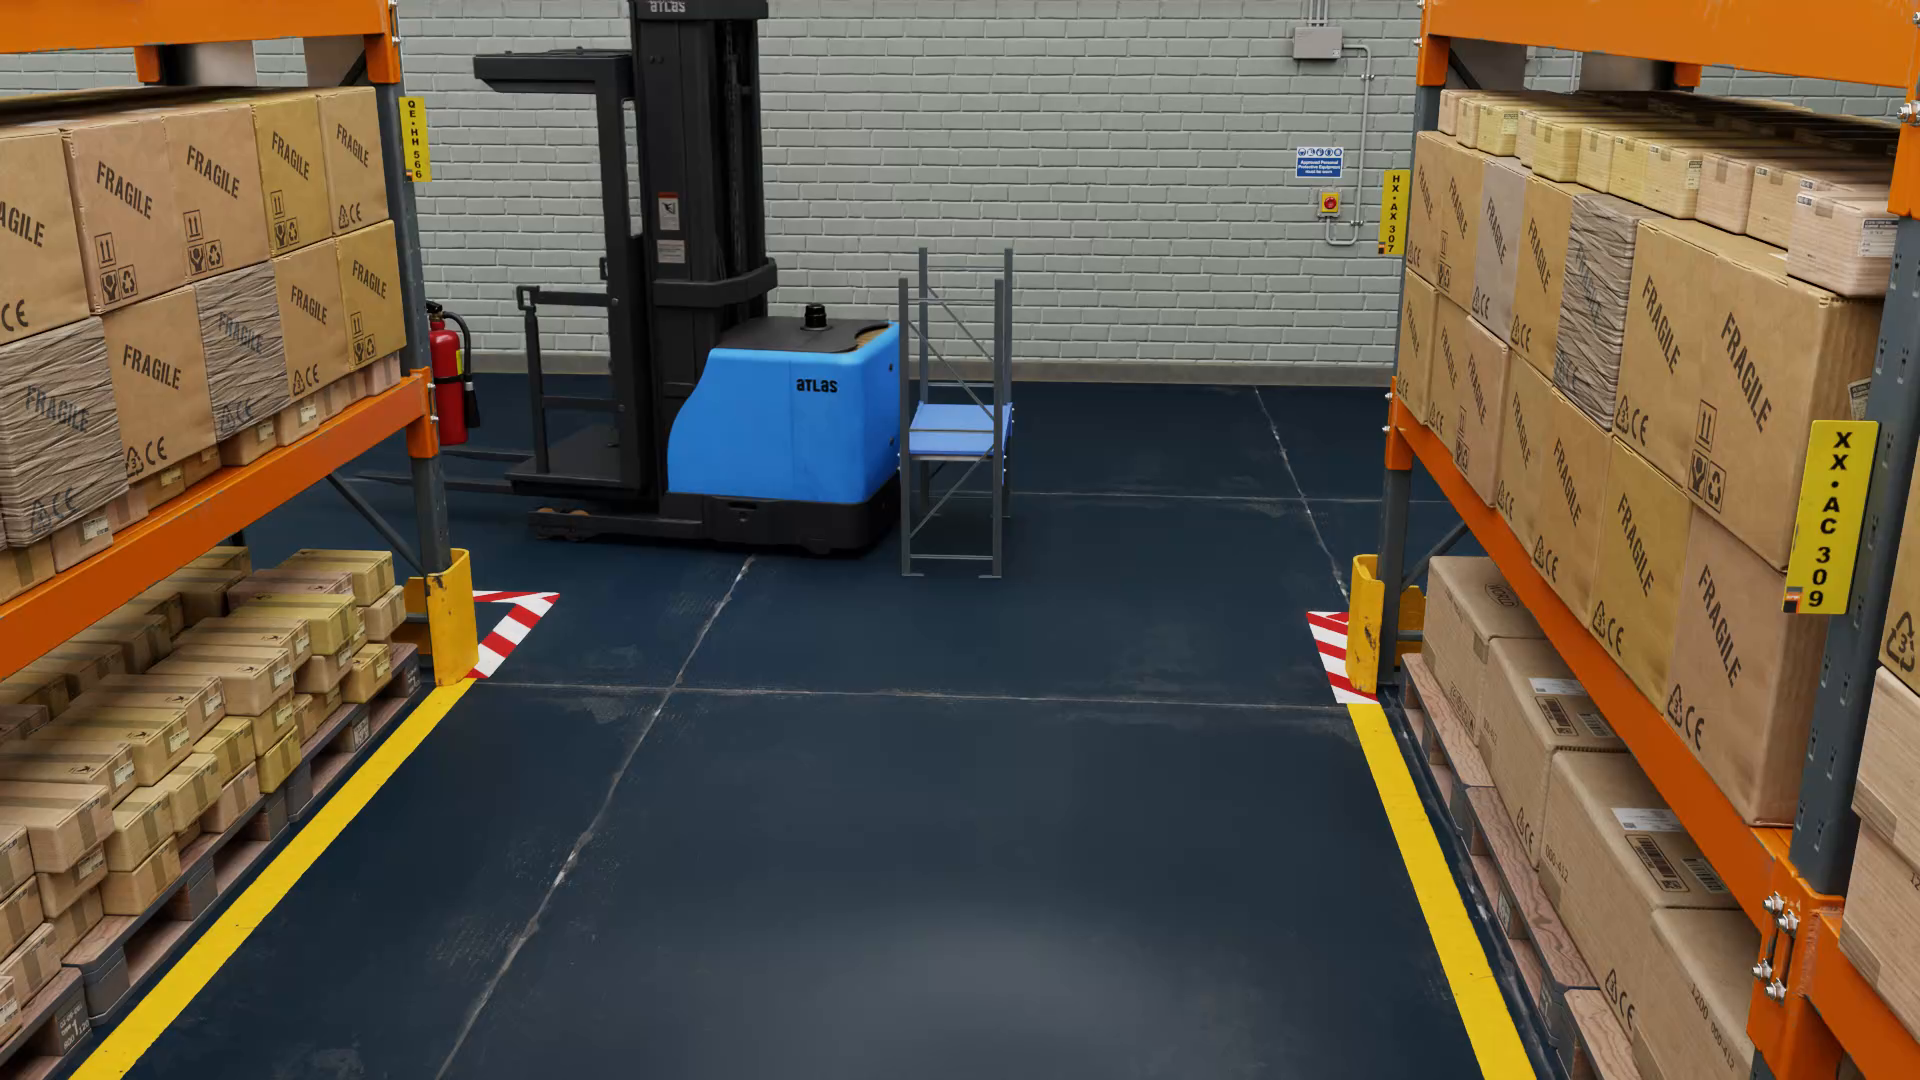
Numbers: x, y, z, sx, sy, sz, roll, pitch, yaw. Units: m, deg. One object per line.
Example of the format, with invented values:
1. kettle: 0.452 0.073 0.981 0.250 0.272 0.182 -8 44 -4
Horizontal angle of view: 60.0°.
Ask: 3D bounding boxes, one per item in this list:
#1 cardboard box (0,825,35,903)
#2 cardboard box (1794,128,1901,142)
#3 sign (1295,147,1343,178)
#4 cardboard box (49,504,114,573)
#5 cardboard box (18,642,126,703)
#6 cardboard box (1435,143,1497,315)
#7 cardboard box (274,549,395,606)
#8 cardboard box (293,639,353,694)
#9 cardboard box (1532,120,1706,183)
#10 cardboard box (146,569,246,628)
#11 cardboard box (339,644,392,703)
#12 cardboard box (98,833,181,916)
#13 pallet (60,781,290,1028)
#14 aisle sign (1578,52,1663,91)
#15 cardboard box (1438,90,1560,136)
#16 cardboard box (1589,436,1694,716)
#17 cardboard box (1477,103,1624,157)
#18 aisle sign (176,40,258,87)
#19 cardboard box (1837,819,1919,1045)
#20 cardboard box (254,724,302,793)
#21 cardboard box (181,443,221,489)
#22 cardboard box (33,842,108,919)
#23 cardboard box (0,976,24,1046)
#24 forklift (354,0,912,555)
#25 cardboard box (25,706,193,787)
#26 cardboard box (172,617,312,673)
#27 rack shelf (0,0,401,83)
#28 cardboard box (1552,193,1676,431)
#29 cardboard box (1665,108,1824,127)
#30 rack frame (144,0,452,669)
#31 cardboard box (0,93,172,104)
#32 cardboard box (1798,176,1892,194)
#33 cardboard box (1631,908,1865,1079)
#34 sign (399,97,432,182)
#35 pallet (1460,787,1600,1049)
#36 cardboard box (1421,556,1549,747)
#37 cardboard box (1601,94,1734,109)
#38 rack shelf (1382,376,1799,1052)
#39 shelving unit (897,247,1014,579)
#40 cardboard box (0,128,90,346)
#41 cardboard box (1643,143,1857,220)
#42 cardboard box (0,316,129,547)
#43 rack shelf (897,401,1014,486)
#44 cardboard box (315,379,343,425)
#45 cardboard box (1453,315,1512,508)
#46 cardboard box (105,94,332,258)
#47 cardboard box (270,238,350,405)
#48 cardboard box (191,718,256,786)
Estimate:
1. cardboard box: -2.708 0.872 4.392 0.380 0.149 0.250 1 18 2
2. cardboard box: 2.370 -0.969 4.255 0.380 0.149 0.250 1 18 4
3. sign: 2.585 -2.716 11.960 0.327 0.218 0.001 1 18 4
4. cardboard box: -2.591 -0.024 4.582 0.380 0.149 0.250 2 18 6
5. cardboard box: -3.083 0.461 5.646 0.380 0.149 0.250 2 18 6
6. cardboard box: 1.899 -1.035 5.498 0.500 0.500 0.500 1 18 2
7. cardboard box: -2.482 0.148 6.603 0.380 0.149 0.250 1 18 5
8. cardboard box: -2.486 0.451 6.156 0.380 0.149 0.250 1 18 2
9. cardboard box: 1.793 -1.062 4.538 0.380 0.149 0.250 1 18 3
10. cardboard box: -2.973 0.221 6.379 0.380 0.149 0.250 2 18 5
11. cardboard box: -2.444 0.511 6.451 0.380 0.149 0.250 2 18 6
12. cardboard box: -2.585 0.993 4.979 0.380 0.149 0.250 1 18 2
13. pallet: -2.886 1.083 5.277 1.003 0.211 1.213 1 18 4
14. aisle sign: 2.562 -2.066 6.237 0.394 0.787 0.004 1 18 4
15. cardboard box: 1.946 -1.542 6.005 0.380 0.149 0.250 2 18 5
16. cardboard box: 1.771 0.070 3.733 0.500 0.500 0.500 1 18 3
17. cardboard box: 1.864 -1.299 5.262 0.380 0.149 0.250 1 18 2
18. aisle sign: -2.991 -2.159 6.521 0.394 0.787 0.004 1 18 4
19. cardboard box: 1.666 0.629 2.428 0.500 0.250 0.500 1 18 3
20. cardboard box: -2.509 0.749 5.725 0.380 0.149 0.250 0 18 1
21. cardboard box: -2.619 -0.270 5.332 0.380 0.149 0.250 1 18 2
22. cardboard box: -2.663 0.930 4.693 0.380 0.149 0.250 2 18 6
23. cardboard box: -2.652 1.236 4.238 0.380 0.149 0.250 1 18 4
24. forklift: -1.848 -1.538 8.910 3.031 2.935 1.130 4 19 13
25. cardboard box: -2.615 0.633 5.123 0.380 0.149 0.250 1 18 4
26. cardboard box: -2.531 0.387 5.873 0.380 0.149 0.250 1 18 2
27. rack shelf: -2.840 -1.357 4.585 1.077 0.370 4.000 1 18 4
28. cardboard box: 1.791 -0.564 4.062 0.500 0.500 0.500 2 18 5
29. cardboard box: 2.344 -1.212 4.997 0.380 0.149 0.250 1 18 3
30. rack frame: -2.697 -0.895 6.836 1.000 3.000 0.127 1 18 4
31. cardboard box: -3.024 -1.268 5.732 0.500 0.500 0.500 2 18 6
32. cardboard box: 1.793 -0.586 3.087 0.380 0.149 0.250 2 18 5
33. cardboard box: 2.113 1.252 3.725 0.875 0.438 0.875 1 18 3
34. sign: -2.145 -1.576 6.550 0.100 0.325 0.005 1 18 4
35. pallet: 2.178 1.138 5.112 1.003 0.211 1.213 1 18 4
36. cardboard box: 2.300 0.410 6.296 0.875 0.438 0.875 1 18 2
37. cardboard box: 2.427 -1.451 5.726 0.380 0.149 0.250 2 18 5
38. rack shelf: 2.104 0.147 4.811 1.077 0.370 4.000 1 18 4
39. shelving unit: -0.006 -0.686 8.609 0.538 1.500 1.048 1 18 4
40. cardboard box: -2.619 -0.768 4.206 0.500 0.500 0.500 2 18 5
41. cardboard box: 1.803 -0.821 3.804 0.380 0.149 0.250 1 18 3
42. cardboard box: -2.596 -0.299 4.380 0.500 0.500 0.500 1 18 3
43. rack shelf: -0.006 -0.515 8.665 0.538 0.185 1.000 1 18 4
44. cardboard box: -2.497 -0.513 6.075 0.380 0.149 0.250 1 18 3
45. cardboard box: 1.864 -0.405 5.181 0.500 0.500 0.500 1 18 4
46. cardboard box: -2.518 -1.254 5.688 0.500 0.500 0.500 1 18 2
47. cardboard box: -2.514 -0.778 5.843 0.500 0.500 0.500 1 18 3
48. cardboard box: -2.547 0.691 5.423 0.380 0.149 0.250 2 18 7
